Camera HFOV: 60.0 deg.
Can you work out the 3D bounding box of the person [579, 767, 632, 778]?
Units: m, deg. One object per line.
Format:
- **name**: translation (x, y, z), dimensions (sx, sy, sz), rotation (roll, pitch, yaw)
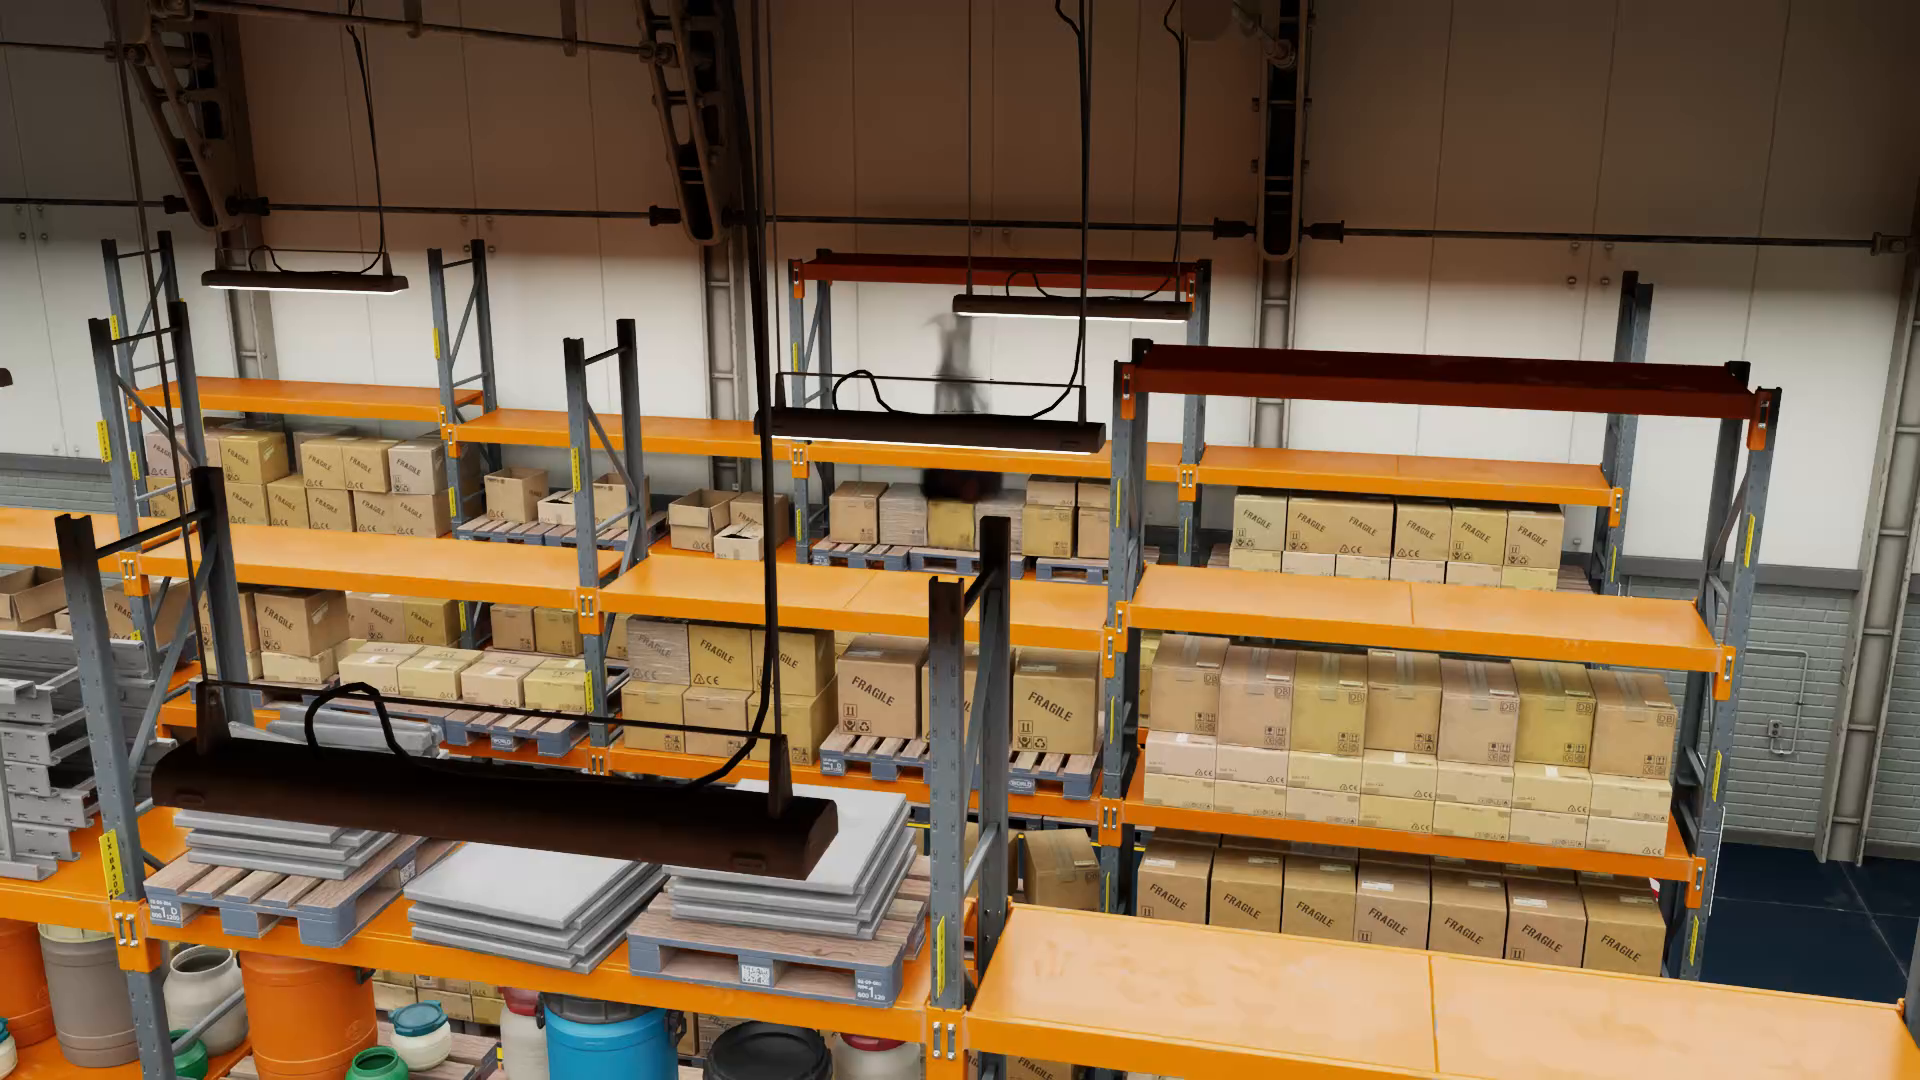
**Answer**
- **person**: translation (-3.439, 2.695, 16.063), dimensions (0.893, 1.812, 0.578), rotation (2, 16, 6)
